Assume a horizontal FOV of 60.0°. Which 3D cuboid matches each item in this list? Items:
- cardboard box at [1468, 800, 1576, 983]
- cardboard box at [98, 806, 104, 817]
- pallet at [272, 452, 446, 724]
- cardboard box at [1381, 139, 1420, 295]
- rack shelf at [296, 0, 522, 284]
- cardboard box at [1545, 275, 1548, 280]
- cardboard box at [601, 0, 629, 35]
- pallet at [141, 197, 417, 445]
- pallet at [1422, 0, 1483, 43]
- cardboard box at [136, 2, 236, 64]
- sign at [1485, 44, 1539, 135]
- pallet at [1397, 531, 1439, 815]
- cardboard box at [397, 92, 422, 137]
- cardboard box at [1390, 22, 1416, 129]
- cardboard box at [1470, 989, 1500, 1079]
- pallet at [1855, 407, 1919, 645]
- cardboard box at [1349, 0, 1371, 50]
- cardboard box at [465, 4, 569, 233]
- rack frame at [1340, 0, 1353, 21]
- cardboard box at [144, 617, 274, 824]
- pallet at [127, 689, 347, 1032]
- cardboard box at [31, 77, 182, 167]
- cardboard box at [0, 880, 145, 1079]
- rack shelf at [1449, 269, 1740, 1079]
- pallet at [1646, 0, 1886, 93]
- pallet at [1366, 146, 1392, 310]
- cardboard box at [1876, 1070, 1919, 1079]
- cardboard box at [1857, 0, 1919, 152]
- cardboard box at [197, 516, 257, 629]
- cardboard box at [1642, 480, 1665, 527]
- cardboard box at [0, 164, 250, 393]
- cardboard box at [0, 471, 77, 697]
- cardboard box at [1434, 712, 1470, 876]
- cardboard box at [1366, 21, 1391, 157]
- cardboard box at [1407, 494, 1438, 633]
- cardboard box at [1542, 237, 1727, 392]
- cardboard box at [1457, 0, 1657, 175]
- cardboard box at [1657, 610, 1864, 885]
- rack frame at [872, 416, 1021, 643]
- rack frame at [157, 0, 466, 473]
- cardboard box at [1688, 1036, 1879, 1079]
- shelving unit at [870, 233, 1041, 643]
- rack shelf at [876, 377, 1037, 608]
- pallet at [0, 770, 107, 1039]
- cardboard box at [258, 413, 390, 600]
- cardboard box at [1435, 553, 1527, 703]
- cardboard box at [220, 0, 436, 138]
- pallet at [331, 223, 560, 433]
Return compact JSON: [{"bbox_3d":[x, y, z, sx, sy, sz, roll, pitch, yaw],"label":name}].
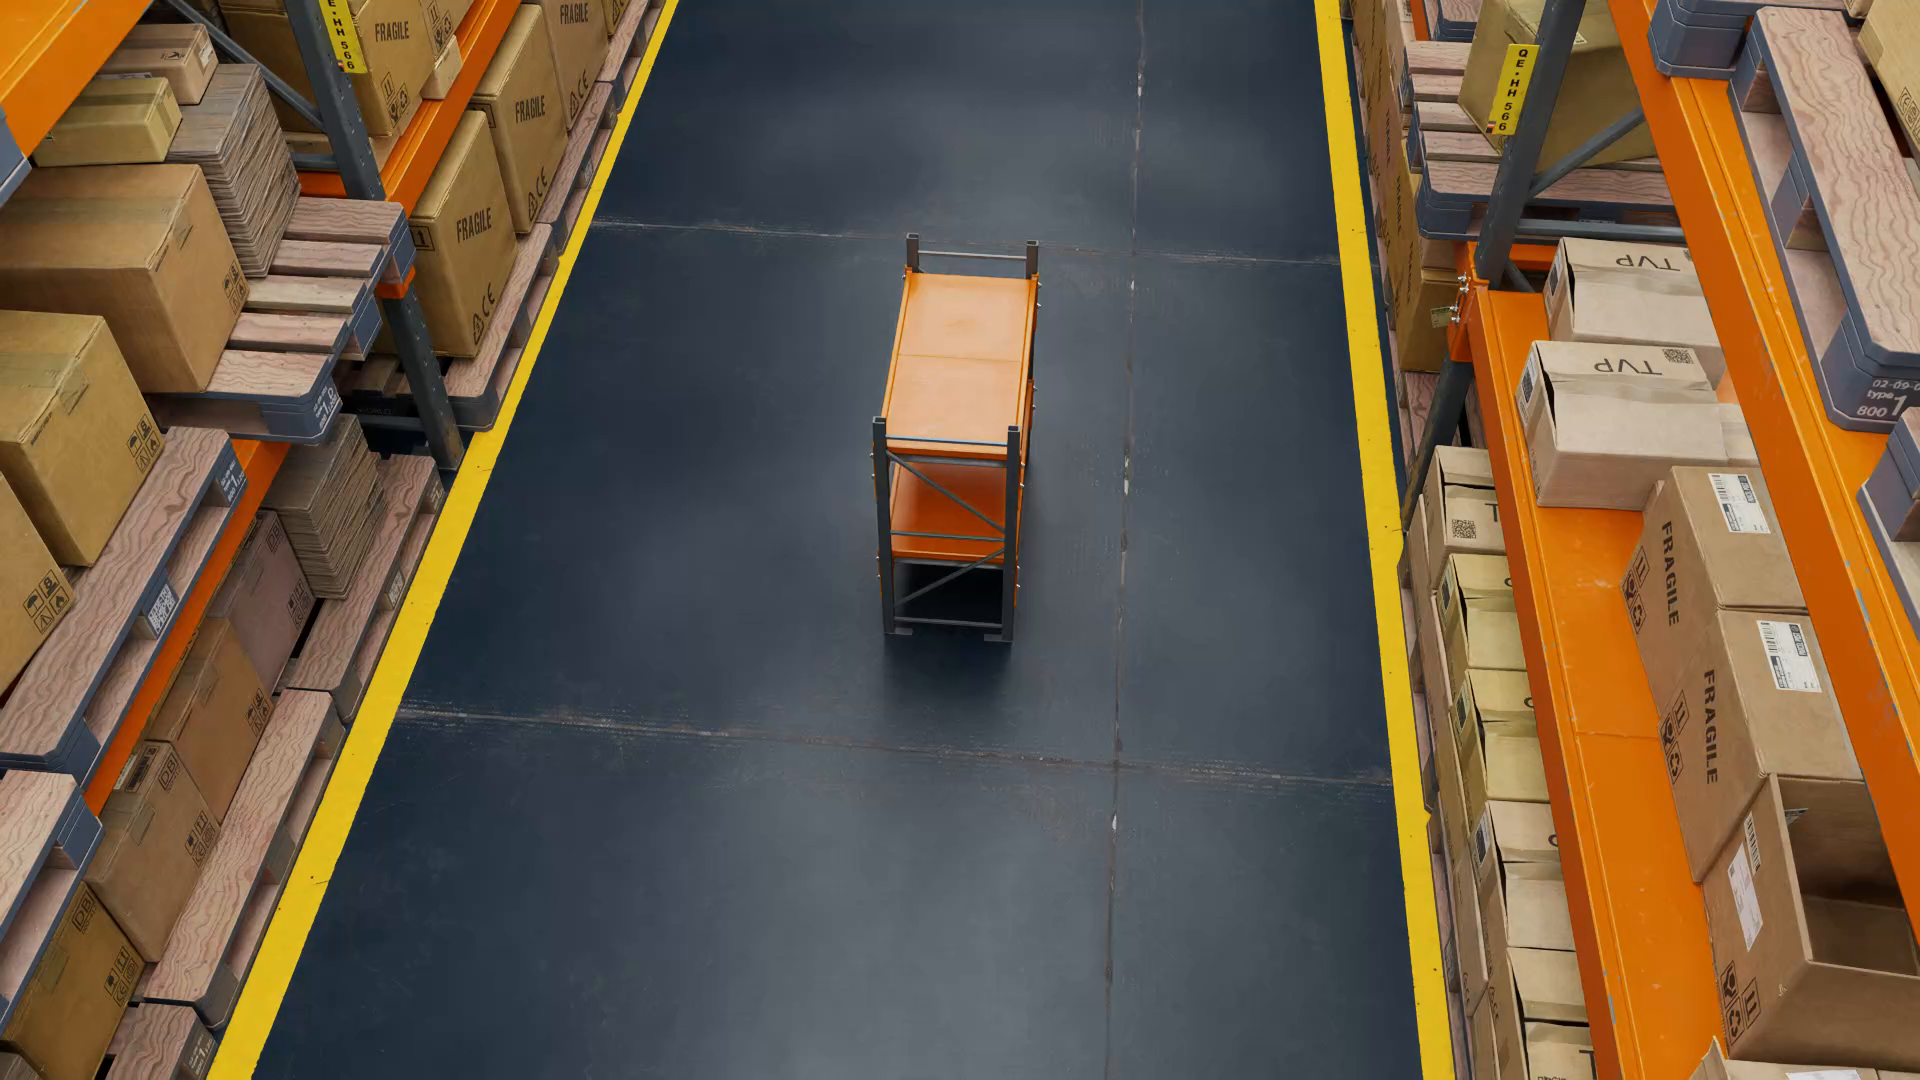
[{"bbox_3d":[1.838,1.054,4.978,0.500,0.311,0.500,3,48,3],"label":"cardboard box"},{"bbox_3d":[-2.854,0.756,4.940,0.500,0.250,0.500,3,48,2],"label":"cardboard box"},{"bbox_3d":[-2.693,0.138,6.507,1.003,0.211,1.213,4,48,4],"label":"pallet"},{"bbox_3d":[2.212,-1.435,7.452,0.500,0.500,0.500,2,48,2],"label":"cardboard box"},{"bbox_3d":[-2.438,-2.604,7.613,1.077,0.370,4.000,4,48,4],"label":"rack shelf"},{"bbox_3d":[2.681,-1.052,7.101,0.500,0.500,0.500,2,48,2],"label":"cardboard box"},{"bbox_3d":[-2.186,-3.247,8.885,0.750,0.750,0.750,4,48,4],"label":"cardboard box"},{"bbox_3d":[-2.579,-0.782,5.588,1.213,0.211,1.003,4,48,4],"label":"pallet"},{"bbox_3d":[2.486,-2.412,7.079,1.003,0.211,1.213,4,48,4],"label":"pallet"},{"bbox_3d":[-2.840,-1.883,6.183,0.500,0.500,0.500,4,48,4],"label":"cardboard box"},{"bbox_3d":[1.772,-1.441,5.330,0.100,0.325,0.005,4,48,4],"label":"sign"},{"bbox_3d":[2.199,0.496,6.179,1.003,0.211,1.213,4,48,4],"label":"pallet"},{"bbox_3d":[-2.328,-1.710,6.464,0.380,0.149,0.250,4,48,4],"label":"cardboard box"},{"bbox_3d":[2.254,-2.102,7.553,0.500,0.250,0.500,3,48,3],"label":"cardboard box"},{"bbox_3d":[1.792,1.607,4.852,0.500,0.250,0.500,5,48,4],"label":"cardboard box"},{"bbox_3d":[2.016,0.295,2.570,0.805,0.209,1.217,2,48,2],"label":"pallet"},{"bbox_3d":[2.391,-2.952,8.839,0.500,0.500,0.500,2,48,2],"label":"cardboard box"},{"bbox_3d":[-2.337,-1.969,7.716,0.750,0.750,0.750,4,48,3],"label":"cardboard box"},{"bbox_3d":[2.678,-3.986,8.389,1.000,3.000,0.127,4,48,4],"label":"rack frame"},{"bbox_3d":[-2.814,0.588,5.601,0.700,0.500,0.500,4,48,3],"label":"cardboard box"},{"bbox_3d":[-2.807,1.032,5.689,1.003,0.211,1.213,4,48,4],"label":"pallet"},{"bbox_3d":[-2.637,-1.286,5.114,0.380,0.149,0.250,-3,48,-3],"label":"cardboard box"},{"bbox_3d":[-2.937,1.332,4.921,0.700,0.500,0.500,3,48,3],"label":"cardboard box"},{"bbox_3d":[2.131,0.665,4.622,1.077,0.370,4.000,4,48,4],"label":"rack shelf"},{"bbox_3d":[2.340,-1.491,4.202,1.213,0.211,1.003,6,48,5],"label":"pallet"},{"bbox_3d":[2.532,-1.546,8.047,1.003,0.211,1.213,4,48,4],"label":"pallet"},{"bbox_3d":[2.233,1.340,3.688,0.380,0.149,0.250,4,48,4],"label":"cardboard box"},{"bbox_3d":[2.234,-1.007,3.449,0.500,0.250,0.500,3,48,3],"label":"cardboard box"},{"bbox_3d":[-2.748,0.012,5.620,0.500,0.250,0.500,5,48,4],"label":"cardboard box"},{"bbox_3d":[2.253,-0.021,4.933,0.380,0.149,0.250,7,48,6],"label":"cardboard box"},{"bbox_3d":[-2.677,-0.801,5.110,0.700,0.500,0.500,0,48,0],"label":"cardboard box"},{"bbox_3d":[-2.818,0.112,4.275,0.700,0.500,0.500,10,48,9],"label":"cardboard box"},{"bbox_3d":[1.886,0.856,5.539,0.500,0.250,0.500,3,48,2],"label":"cardboard box"},{"bbox_3d":[2.300,-2.193,8.145,0.500,0.500,0.500,4,48,4],"label":"cardboard box"},{"bbox_3d":[1.973,0.104,6.227,0.500,0.250,0.500,4,48,3],"label":"cardboard box"},{"bbox_3d":[2.236,-0.753,5.492,0.500,0.311,0.500,7,48,6],"label":"cardboard box"},{"bbox_3d":[2.258,-1.693,5.939,0.700,0.500,0.500,-11,48,-10],"label":"cardboard box"},{"bbox_3d":[2.128,0.540,4.181,0.500,0.500,0.500,4,48,4],"label":"cardboard box"},{"bbox_3d":[-0.046,-0.011,6.024,0.500,1.125,0.032,4,48,4],"label":"rack frame"},{"bbox_3d":[-2.620,-1.377,6.003,1.000,3.000,0.127,4,48,4],"label":"rack frame"},{"bbox_3d":[1.846,1.279,3.664,0.396,0.266,0.258,3,48,3],"label":"cardboard box"},{"bbox_3d":[0.001,-0.385,6.365,0.538,1.125,1.048,4,48,4],"label":"shelving unit"},{"bbox_3d":[0.001,-0.220,6.546,0.538,0.278,1.000,4,48,4],"label":"rack shelf"},{"bbox_3d":[-2.770,1.075,3.890,1.003,0.211,1.213,4,48,4],"label":"pallet"},{"bbox_3d":[-2.634,-0.150,6.276,0.700,0.500,0.500,4,48,4],"label":"cardboard box"},{"bbox_3d":[1.933,0.302,5.666,0.500,0.311,0.500,3,48,3],"label":"cardboard box"},{"bbox_3d":[-2.321,-1.858,6.160,0.500,0.500,0.500,5,48,5],"label":"cardboard box"},{"bbox_3d":[-2.474,-1.011,7.557,1.003,0.211,1.213,4,48,4],"label":"pallet"}]
